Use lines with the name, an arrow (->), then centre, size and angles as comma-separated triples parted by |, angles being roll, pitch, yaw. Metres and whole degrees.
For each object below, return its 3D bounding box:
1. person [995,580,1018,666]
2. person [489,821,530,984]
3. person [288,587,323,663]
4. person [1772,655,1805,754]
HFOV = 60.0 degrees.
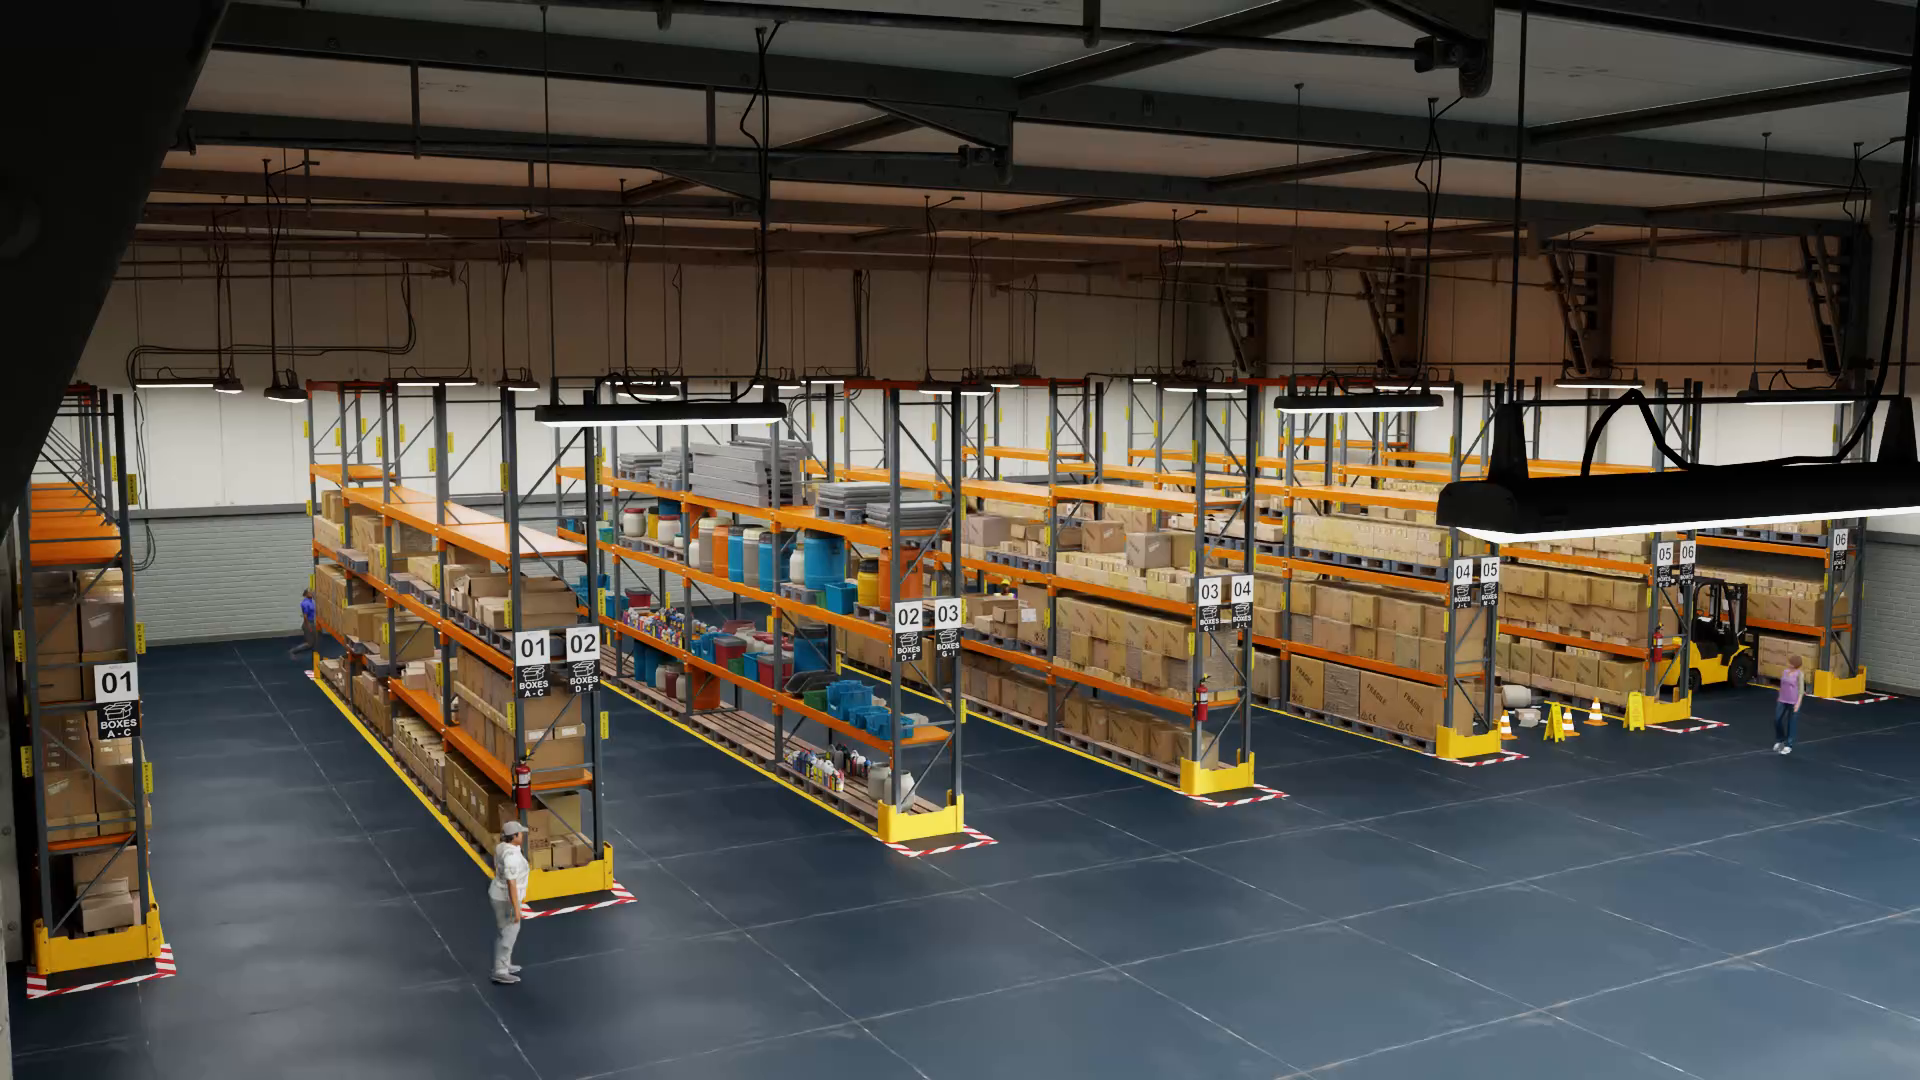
person -> 0.957, 1.657, 33.445 | 0.572, 1.711, 1.057 | -4, 7, -30
person -> -4.619, 3.700, 17.078 | 0.422, 1.660, 0.596 | -2, 6, -17
person -> -13.713, 1.803, 34.908 | 0.705, 1.622, 0.464 | -1, 6, -6
person -> 13.478, 2.675, 27.037 | 0.414, 1.612, 0.441 | -6, 8, -44
